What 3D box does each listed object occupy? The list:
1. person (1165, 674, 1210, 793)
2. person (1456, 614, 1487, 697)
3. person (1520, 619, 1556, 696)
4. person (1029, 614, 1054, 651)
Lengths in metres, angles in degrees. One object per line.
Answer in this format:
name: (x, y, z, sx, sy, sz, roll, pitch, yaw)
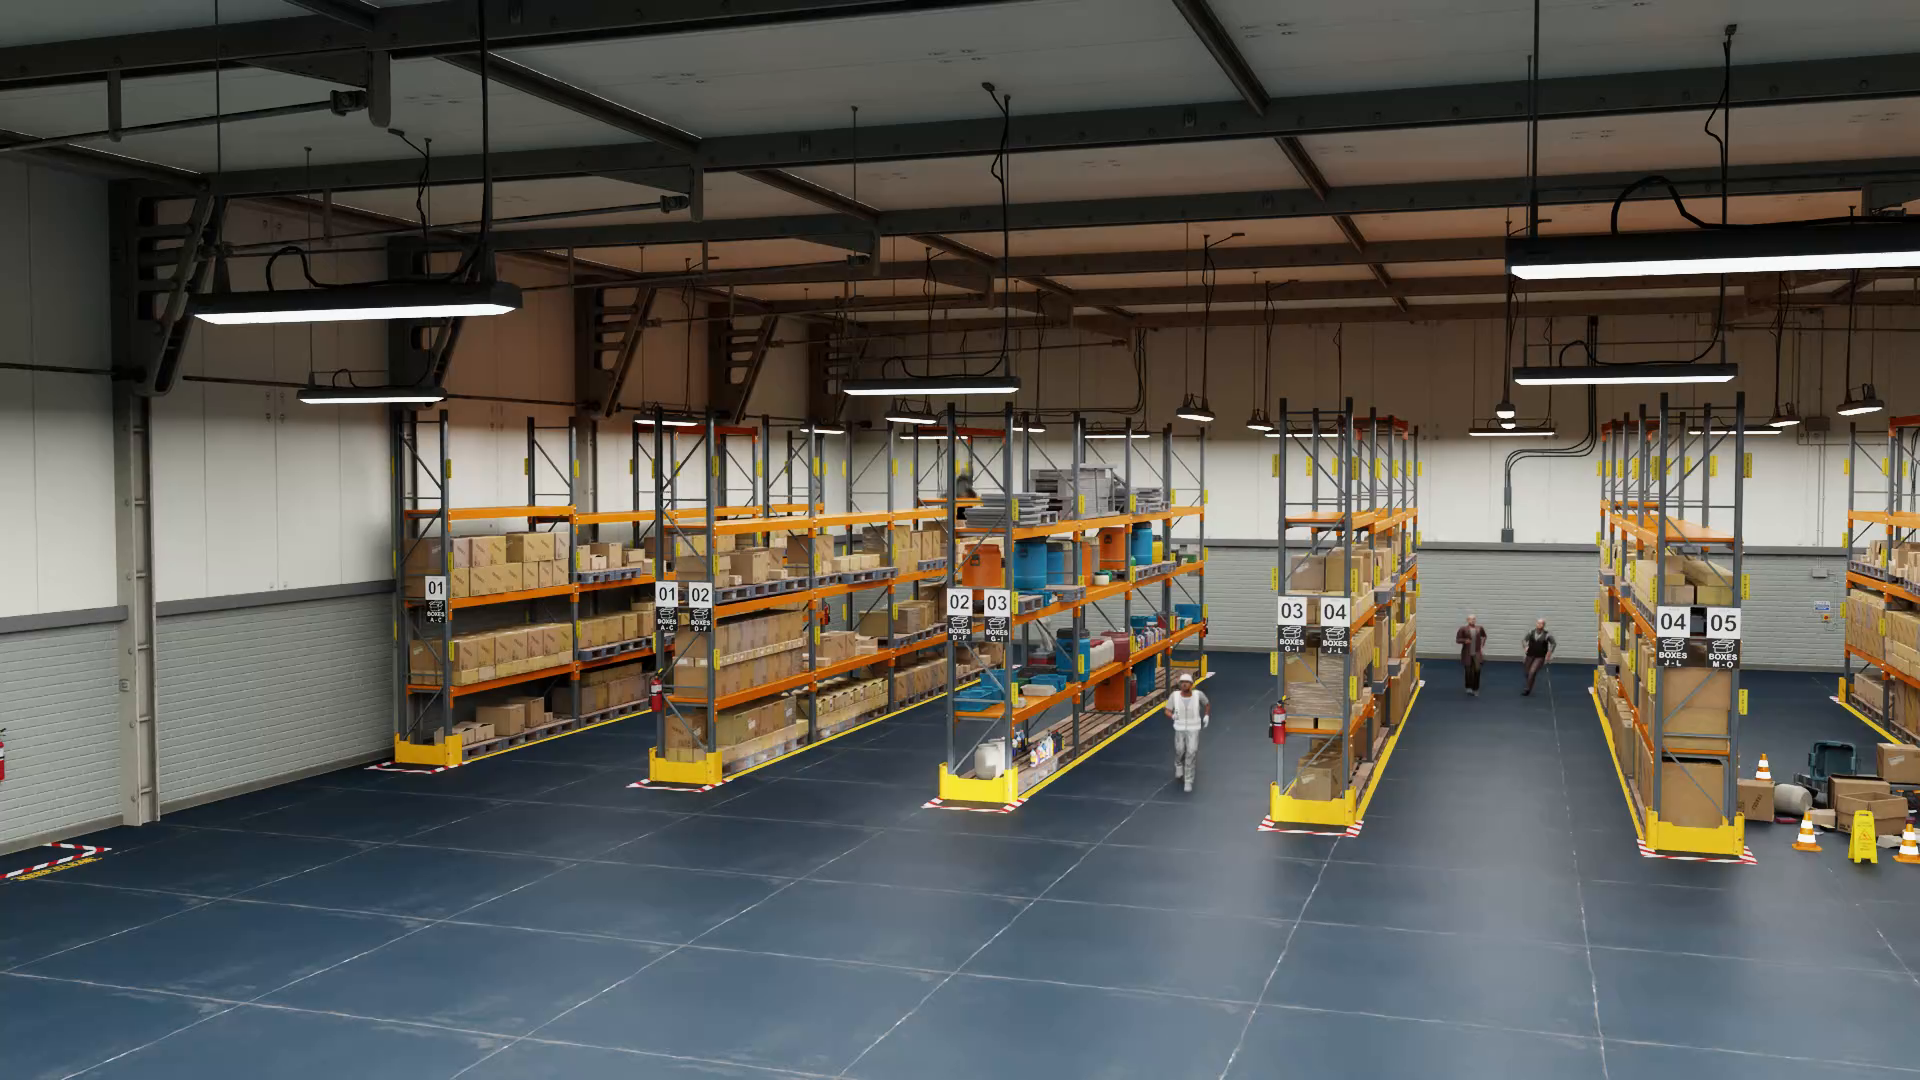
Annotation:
person: (3.569, 2.987, 26.108, 0.693, 1.790, 0.995, 1, 3, 12)
person: (11.288, 2.609, 36.689, 0.693, 1.744, 0.755, 0, 2, 10)
person: (12.740, 2.587, 36.693, 0.714, 1.676, 0.889, 2, 3, 34)
person: (2.109, 2.096, 41.734, 0.717, 1.786, 0.898, -2, 3, -36)
